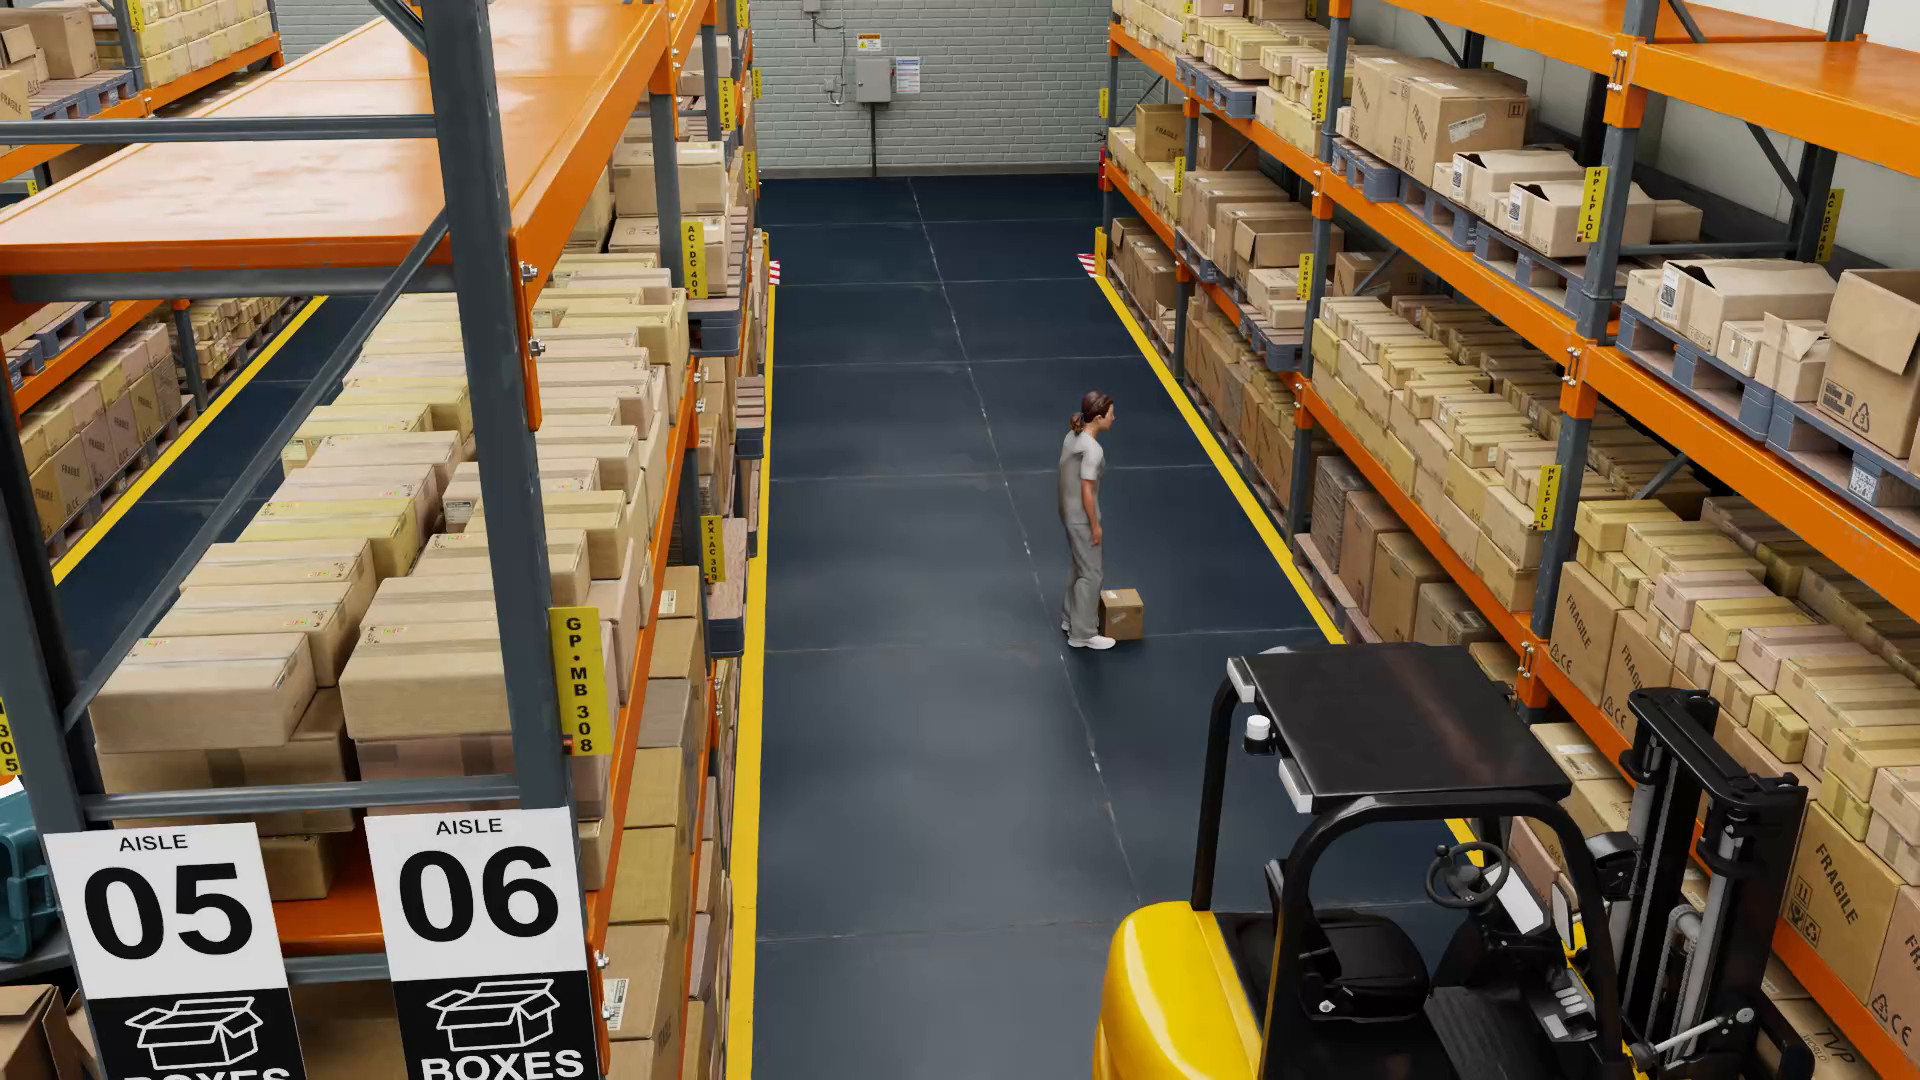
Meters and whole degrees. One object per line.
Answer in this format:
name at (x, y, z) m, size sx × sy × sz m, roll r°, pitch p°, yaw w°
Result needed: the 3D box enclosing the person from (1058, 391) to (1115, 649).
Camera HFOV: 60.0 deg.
person at (0.810, -0.144, 10.638) m, size 0.365 × 1.671 × 0.500 m, roll -3°, pitch 24°, yaw -8°
